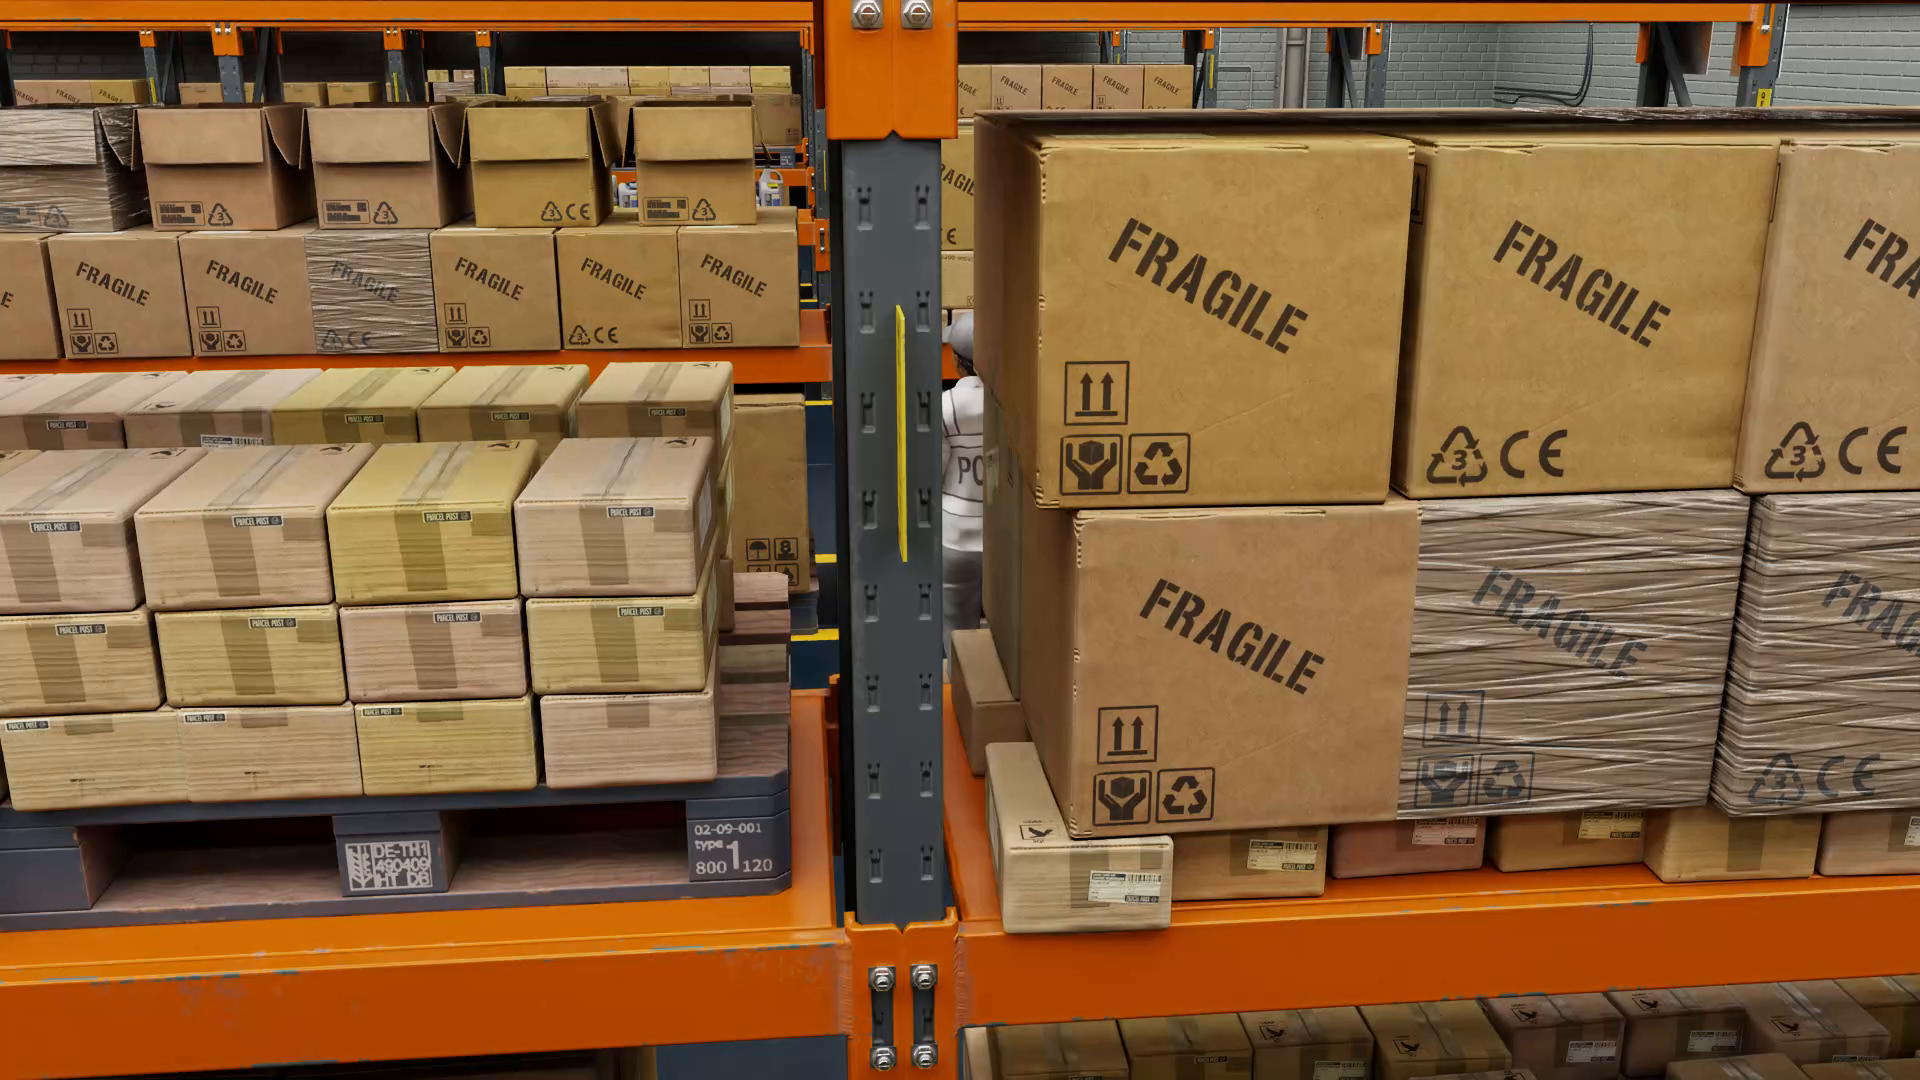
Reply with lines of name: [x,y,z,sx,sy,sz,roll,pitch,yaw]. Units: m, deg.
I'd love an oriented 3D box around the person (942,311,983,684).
person: [0.084,-0.018,6.060,0.598,1.670,0.526,-4,17,-12]
